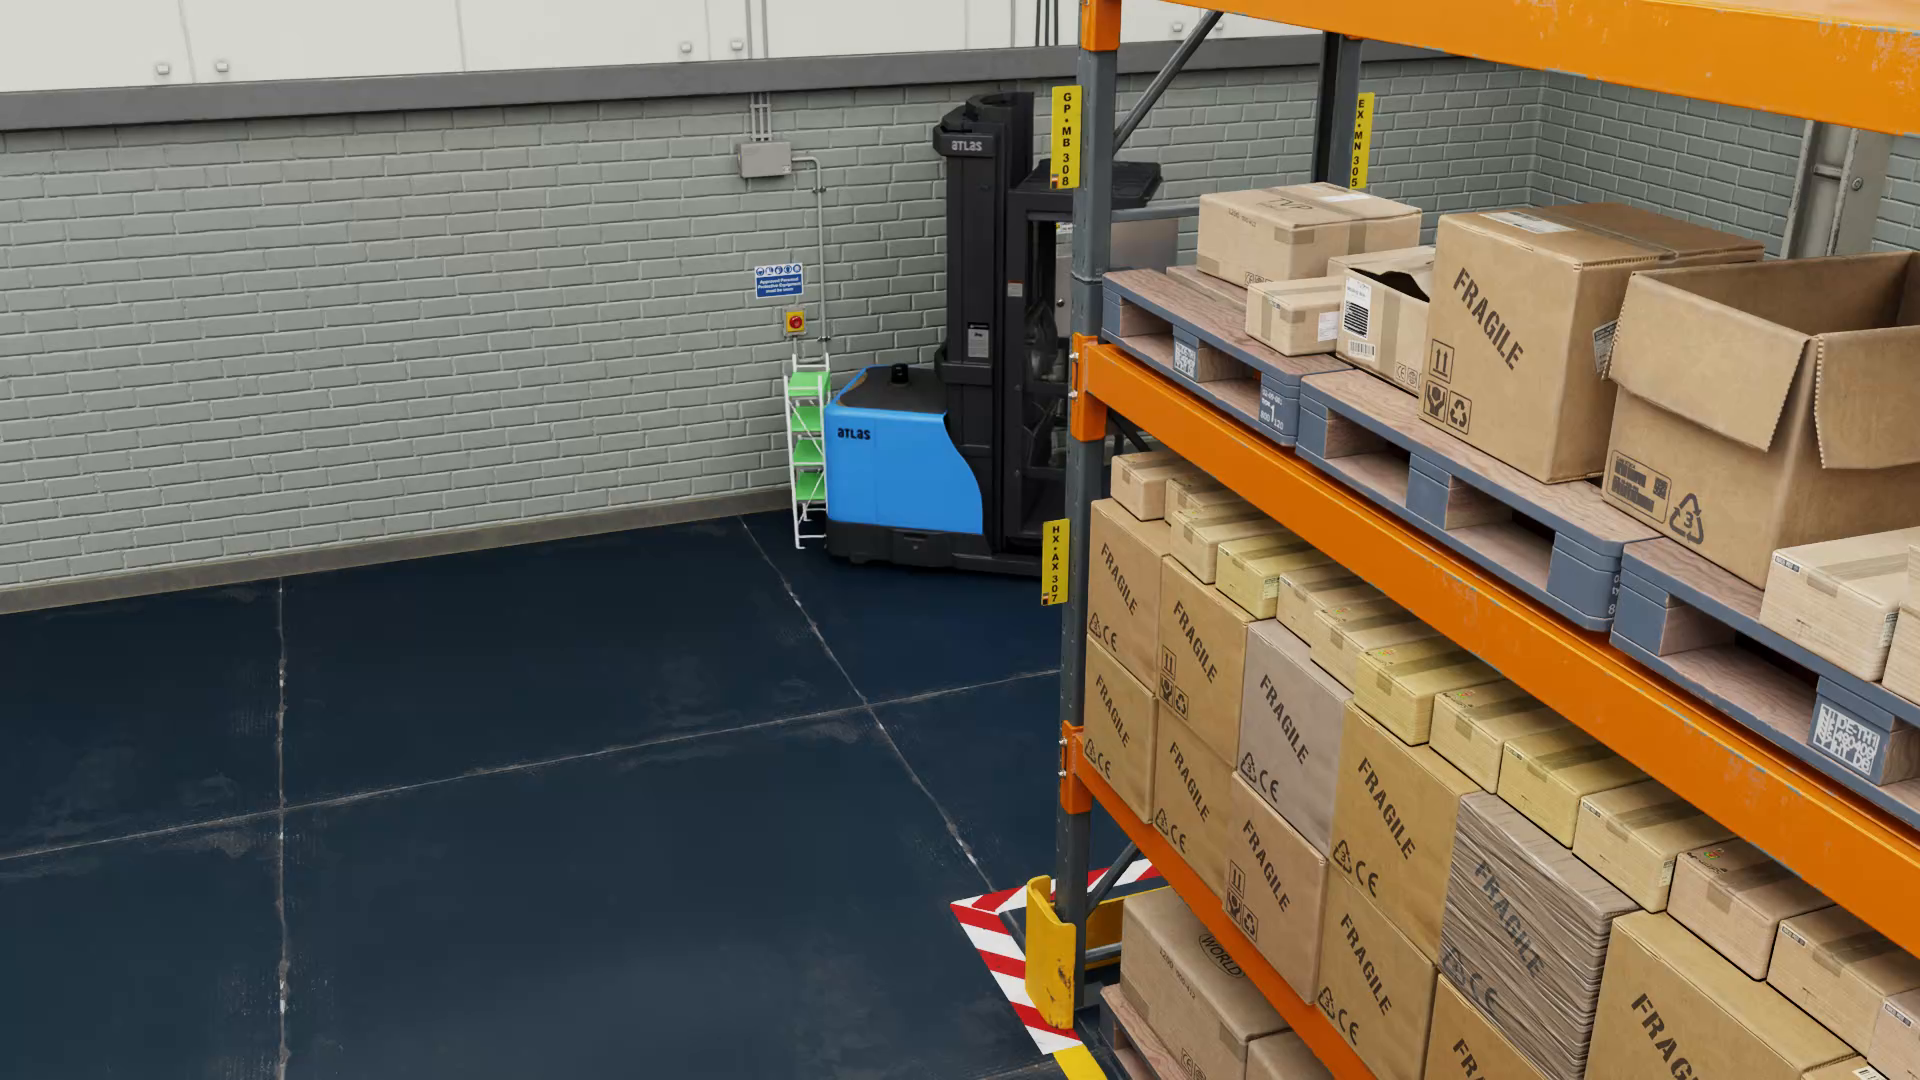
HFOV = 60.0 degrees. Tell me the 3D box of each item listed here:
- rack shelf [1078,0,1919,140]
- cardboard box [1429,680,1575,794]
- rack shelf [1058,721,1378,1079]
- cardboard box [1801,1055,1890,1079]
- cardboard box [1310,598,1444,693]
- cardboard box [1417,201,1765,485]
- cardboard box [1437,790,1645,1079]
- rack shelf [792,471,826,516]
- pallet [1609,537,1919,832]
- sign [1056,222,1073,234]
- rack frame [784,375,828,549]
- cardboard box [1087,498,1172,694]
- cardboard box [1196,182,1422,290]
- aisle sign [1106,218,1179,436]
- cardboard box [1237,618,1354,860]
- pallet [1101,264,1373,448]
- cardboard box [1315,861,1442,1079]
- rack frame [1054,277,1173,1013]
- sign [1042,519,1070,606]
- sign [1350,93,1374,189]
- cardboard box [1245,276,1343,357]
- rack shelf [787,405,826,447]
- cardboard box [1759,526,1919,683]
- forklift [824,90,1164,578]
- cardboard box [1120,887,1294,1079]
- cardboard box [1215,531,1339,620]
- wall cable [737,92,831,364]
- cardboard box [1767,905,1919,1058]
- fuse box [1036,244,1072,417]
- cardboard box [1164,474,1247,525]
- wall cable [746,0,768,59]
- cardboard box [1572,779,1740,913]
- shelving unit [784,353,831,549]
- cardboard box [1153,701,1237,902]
[{"bbox_3d":[1.572,-1.080,3.667,1.077,0.370,4.000,-8,24,-19],"label":"rack shelf"},{"bbox_3d":[1.378,0.461,4.043,0.380,0.149,0.250,-8,24,-19],"label":"cardboard box"},{"bbox_3d":[1.572,1.500,4.754,1.077,0.370,4.000,-8,24,-19],"label":"rack shelf"},{"bbox_3d":[1.853,1.255,2.994,0.500,0.500,0.500,-9,24,-19],"label":"cardboard box"},{"bbox_3d":[1.176,0.277,4.480,0.380,0.149,0.250,-8,24,-19],"label":"cardboard box"},{"bbox_3d":[1.437,-0.473,3.849,0.500,0.500,0.500,-8,24,-18],"label":"cardboard box"},{"bbox_3d":[1.493,0.886,3.870,0.500,0.500,0.500,-8,24,-18],"label":"cardboard box"},{"bbox_3d":[-0.978,-0.314,11.223,0.258,0.148,0.480,-1,23,2],"label":"rack shelf"},{"bbox_3d":[1.999,0.255,3.034,1.003,0.211,1.213,-8,24,-19],"label":"pallet"},{"bbox_3d":[0.743,-2.287,11.750,0.339,0.242,0.001,-8,24,-19],"label":"sign"},{"bbox_3d":[-0.992,-0.499,10.880,0.240,1.200,0.015,-1,23,2],"label":"rack frame"},{"bbox_3d":[0.768,0.149,5.619,0.500,0.500,0.500,-9,24,-20],"label":"cardboard box"},{"bbox_3d":[1.108,-0.959,5.326,0.500,0.250,0.500,-11,25,-24],"label":"cardboard box"},{"bbox_3d":[0.568,-0.742,5.802,0.394,0.787,0.004,-8,24,-19],"label":"aisle sign"},{"bbox_3d":[1.146,0.522,4.734,0.500,0.500,0.500,-9,24,-19],"label":"cardboard box"},{"bbox_3d":[1.137,-0.631,5.137,1.003,0.211,1.213,-8,24,-19],"label":"pallet"},{"bbox_3d":[1.326,1.157,4.514,0.500,0.500,0.500,-8,24,-17],"label":"cardboard box"},{"bbox_3d":[0.865,0.442,6.339,1.000,3.000,0.127,-8,24,-19],"label":"rack frame"},{"bbox_3d":[0.344,0.081,5.980,0.100,0.325,0.005,-8,24,-19],"label":"sign"},{"bbox_3d":[1.378,-1.381,5.764,0.100,0.325,0.005,-8,24,-19],"label":"sign"},{"bbox_3d":[1.034,-0.637,4.691,0.380,0.149,0.250,-7,24,-17],"label":"cardboard box"},{"bbox_3d":[-0.992,-0.756,11.037,0.258,0.148,0.480,-1,23,2],"label":"rack shelf"},{"bbox_3d":[1.660,0.105,2.930,0.380,0.149,0.250,-8,24,-18],"label":"cardboard box"},{"bbox_3d":[0.699,-1.254,10.452,3.031,2.935,1.130,5,23,12],"label":"forklift"},{"bbox_3d":[1.192,1.655,6.219,0.875,0.438,0.875,-9,25,-21],"label":"cardboard box"},{"bbox_3d":[0.985,0.092,4.918,0.380,0.149,0.250,-9,25,-21],"label":"cardboard box"},{"bbox_3d":[-1.149,-2.086,10.989,0.585,1.953,0.123,-8,24,-19],"label":"wall cable"},{"bbox_3d":[1.801,0.819,3.194,0.380,0.149,0.250,-8,24,-19],"label":"cardboard box"},{"bbox_3d":[0.868,-1.245,12.001,0.539,1.711,0.414,-8,24,-19],"label":"fuse box"},{"bbox_3d":[0.891,-0.111,5.400,0.380,0.149,0.250,-8,24,-18],"label":"cardboard box"},{"bbox_3d":[-1.408,-4.351,9.986,0.463,3.000,0.029,-8,24,-19],"label":"wall cable"},{"bbox_3d":[1.573,0.643,3.610,0.380,0.149,0.250,-9,24,-19],"label":"cardboard box"},{"bbox_3d":[-0.987,-0.594,11.105,0.258,1.200,0.503,-1,23,2],"label":"shelving unit"},{"bbox_3d":[0.971,0.790,5.385,0.500,0.500,0.500,-9,24,-20],"label":"cardboard box"}]
